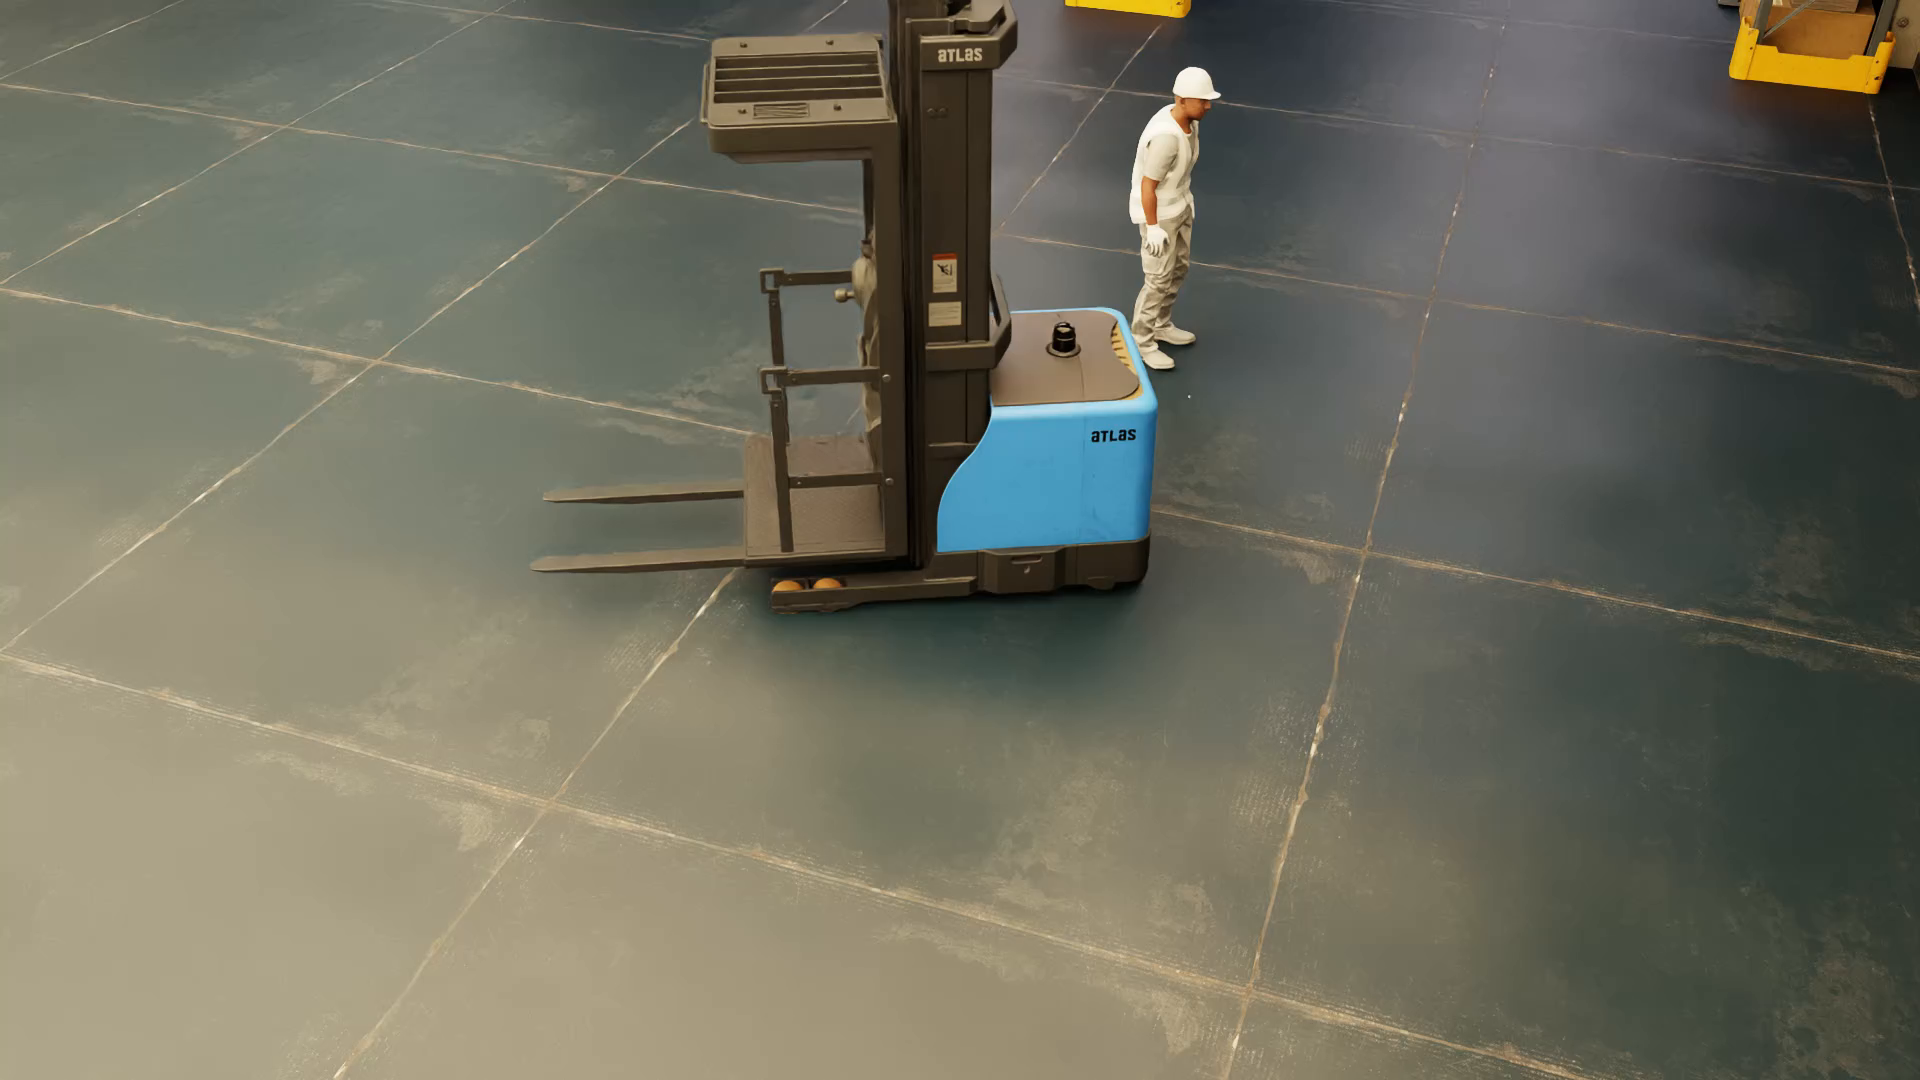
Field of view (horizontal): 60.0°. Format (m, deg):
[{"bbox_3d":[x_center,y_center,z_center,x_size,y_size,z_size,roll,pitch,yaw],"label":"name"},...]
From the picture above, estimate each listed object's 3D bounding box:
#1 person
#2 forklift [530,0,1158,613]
[{"bbox_3d":[1.254,-1.915,9.817,0.426,1.772,0.617,17,39,22],"label":"person"},{"bbox_3d":[3.876,-8.218,17.703,14.427,2.935,24.538,-3,35,-5],"label":"forklift"}]
